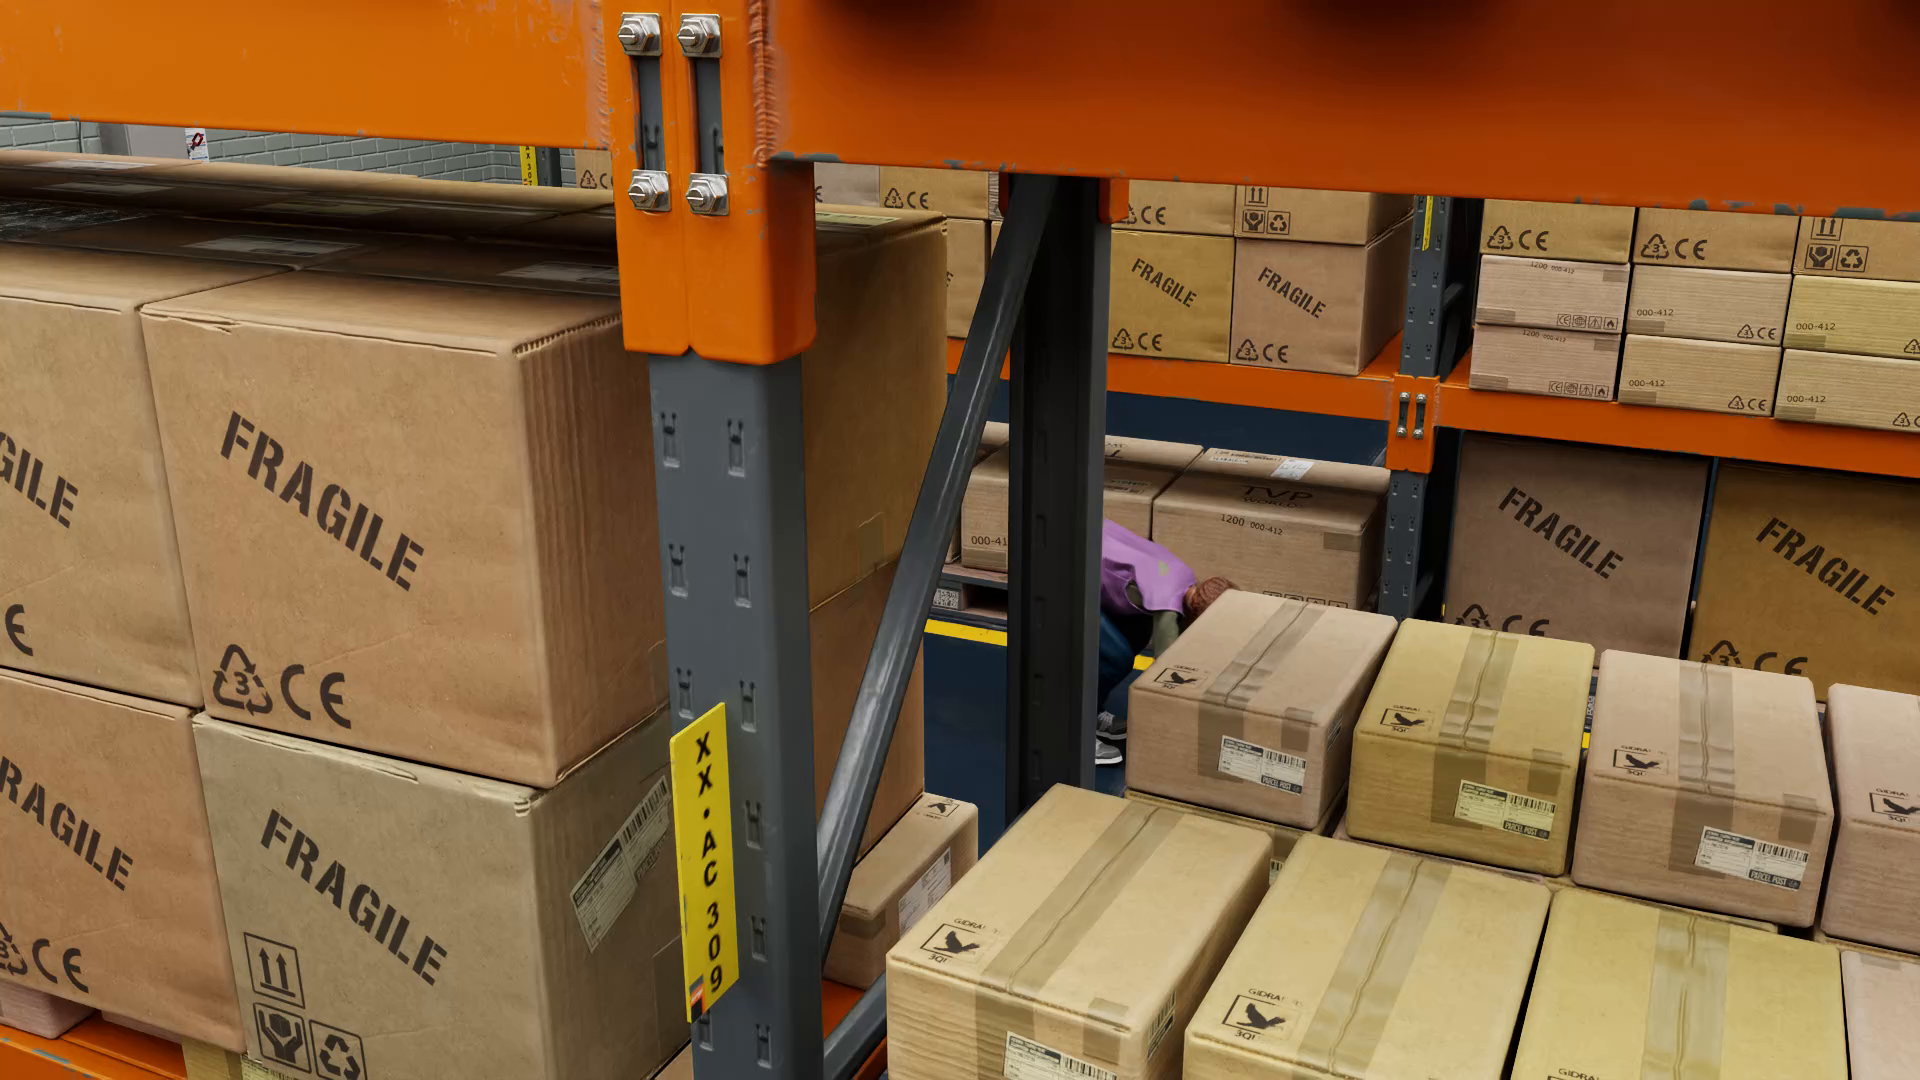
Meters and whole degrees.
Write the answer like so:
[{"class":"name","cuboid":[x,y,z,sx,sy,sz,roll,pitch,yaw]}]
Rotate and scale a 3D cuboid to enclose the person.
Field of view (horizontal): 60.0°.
[{"class":"person","cuboid":[0.627,0.371,6.077,0.857,0.899,0.417,7,21,20]}]
